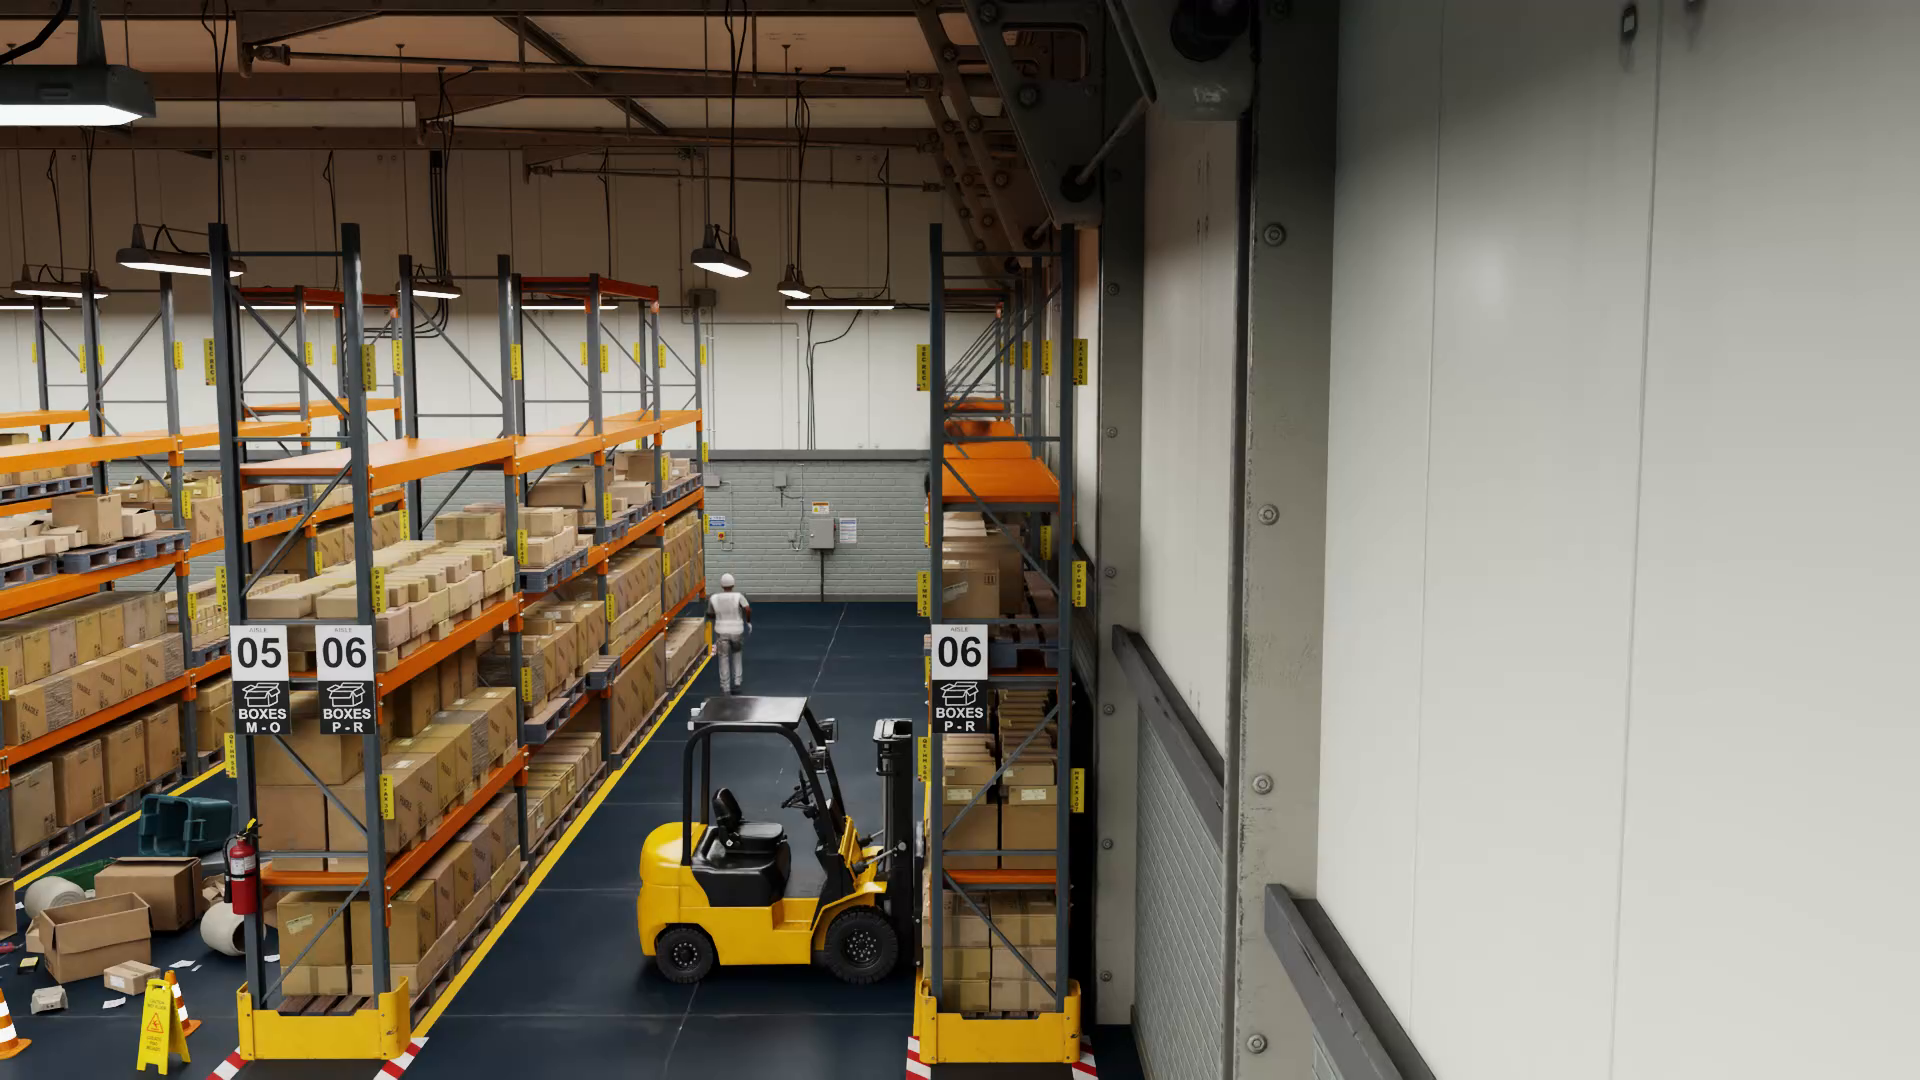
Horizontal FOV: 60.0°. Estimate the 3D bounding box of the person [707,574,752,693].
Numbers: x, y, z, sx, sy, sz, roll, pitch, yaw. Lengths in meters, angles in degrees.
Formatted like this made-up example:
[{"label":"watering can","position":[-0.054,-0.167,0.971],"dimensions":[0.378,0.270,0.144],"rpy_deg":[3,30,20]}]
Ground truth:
[{"label":"person","position":[-3.414,1.410,24.644],"dimensions":[0.657,1.841,0.770],"rpy_deg":[-1,7,-9]}]
